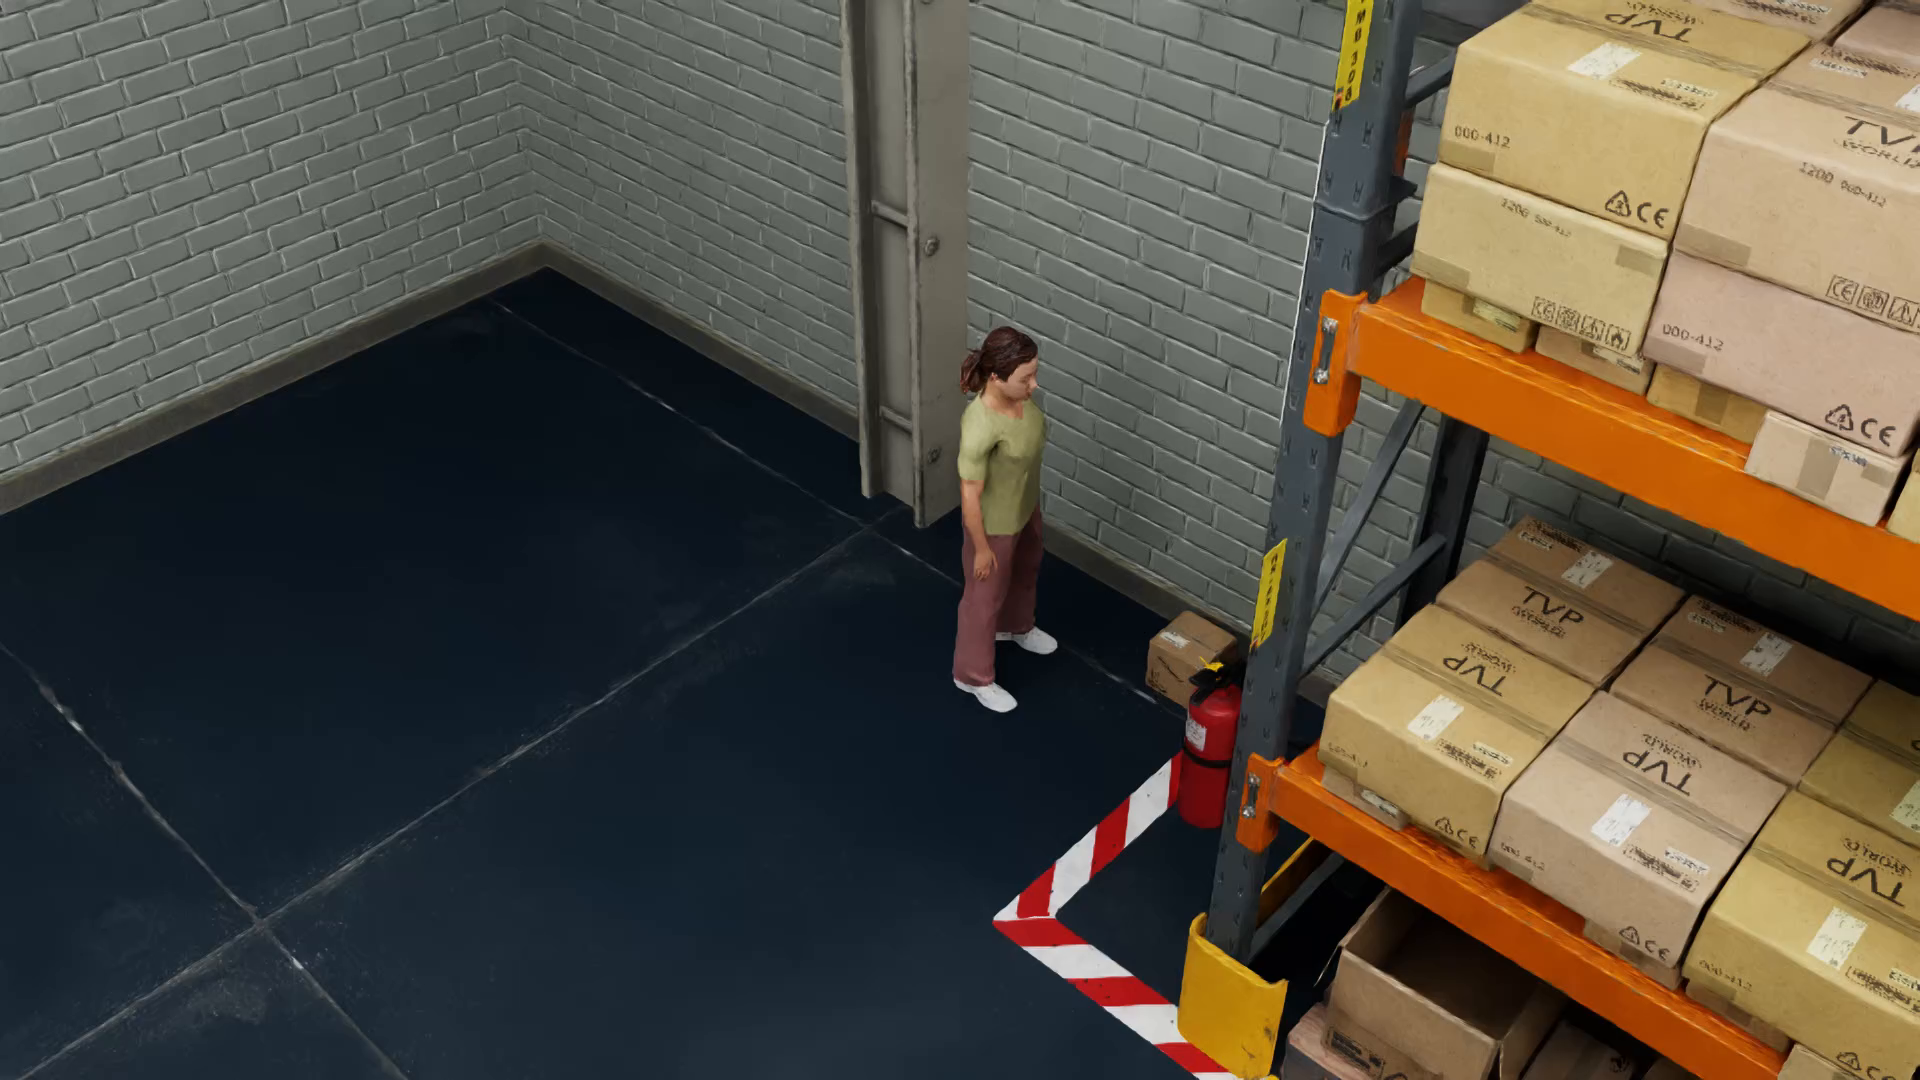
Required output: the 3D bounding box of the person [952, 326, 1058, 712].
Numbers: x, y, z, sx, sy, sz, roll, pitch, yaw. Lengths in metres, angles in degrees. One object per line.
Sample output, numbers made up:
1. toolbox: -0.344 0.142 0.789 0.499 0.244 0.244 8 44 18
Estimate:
1. person: 0.168 -0.102 6.235 0.346 1.682 0.552 13 41 15
